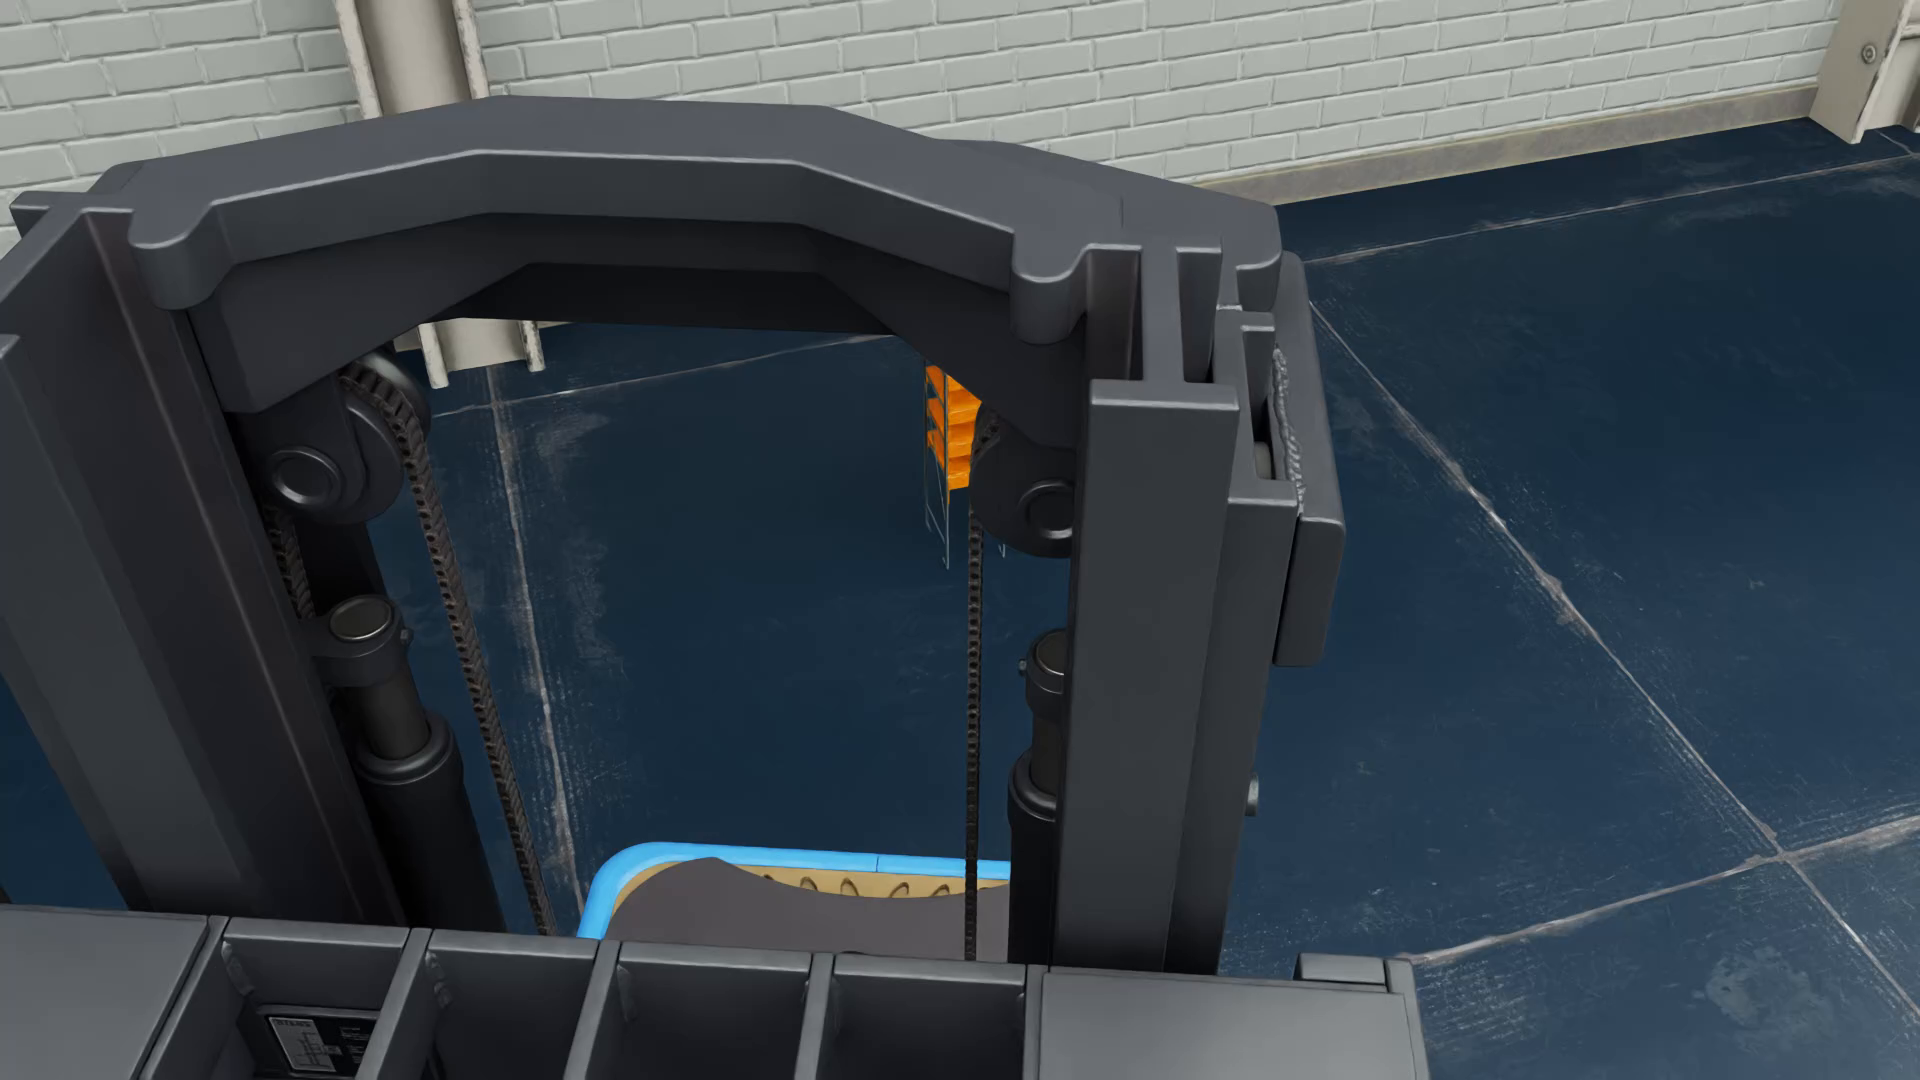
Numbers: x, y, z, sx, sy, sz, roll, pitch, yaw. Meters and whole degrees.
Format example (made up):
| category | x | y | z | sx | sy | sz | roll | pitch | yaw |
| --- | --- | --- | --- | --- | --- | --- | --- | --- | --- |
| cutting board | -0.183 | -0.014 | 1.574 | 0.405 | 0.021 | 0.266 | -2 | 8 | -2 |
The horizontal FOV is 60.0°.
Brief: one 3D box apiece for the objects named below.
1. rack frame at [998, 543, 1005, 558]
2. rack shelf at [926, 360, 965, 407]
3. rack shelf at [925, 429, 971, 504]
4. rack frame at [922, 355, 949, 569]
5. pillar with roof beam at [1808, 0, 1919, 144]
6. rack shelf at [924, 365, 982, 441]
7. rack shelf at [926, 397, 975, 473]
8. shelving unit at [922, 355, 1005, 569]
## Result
| category | x | y | z | sx | sy | sz | roll | pitch | yaw |
| --- | --- | --- | --- | --- | --- | --- | --- | --- | --- |
| rack frame | 0.101 | -0.473 | 4.879 | 0.006 | 1.200 | 0.240 | -12 | 42 | -13 |
| rack shelf | 0.014 | -0.512 | 4.809 | 0.180 | 0.103 | 0.258 | -12 | 42 | -13 |
| rack shelf | 0.014 | -0.241 | 5.046 | 0.180 | 0.103 | 0.258 | -12 | 42 | -13 |
| rack frame | -0.073 | -0.437 | 4.838 | 0.006 | 1.200 | 0.240 | -12 | 42 | -13 |
| pillar with roof beam | 5.299 | -2.540 | 1.318 | 0.400 | 9.000 | 9.100 | -12 | 42 | -13 |
| rack shelf | 0.014 | -0.421 | 4.888 | 0.180 | 0.103 | 0.258 | -12 | 42 | -13 |
| rack shelf | 0.014 | -0.331 | 4.967 | 0.180 | 0.103 | 0.258 | -12 | 42 | -13 |
| shelving unit | 0.014 | -0.455 | 4.859 | 0.189 | 1.200 | 0.258 | -12 | 42 | -13 |
